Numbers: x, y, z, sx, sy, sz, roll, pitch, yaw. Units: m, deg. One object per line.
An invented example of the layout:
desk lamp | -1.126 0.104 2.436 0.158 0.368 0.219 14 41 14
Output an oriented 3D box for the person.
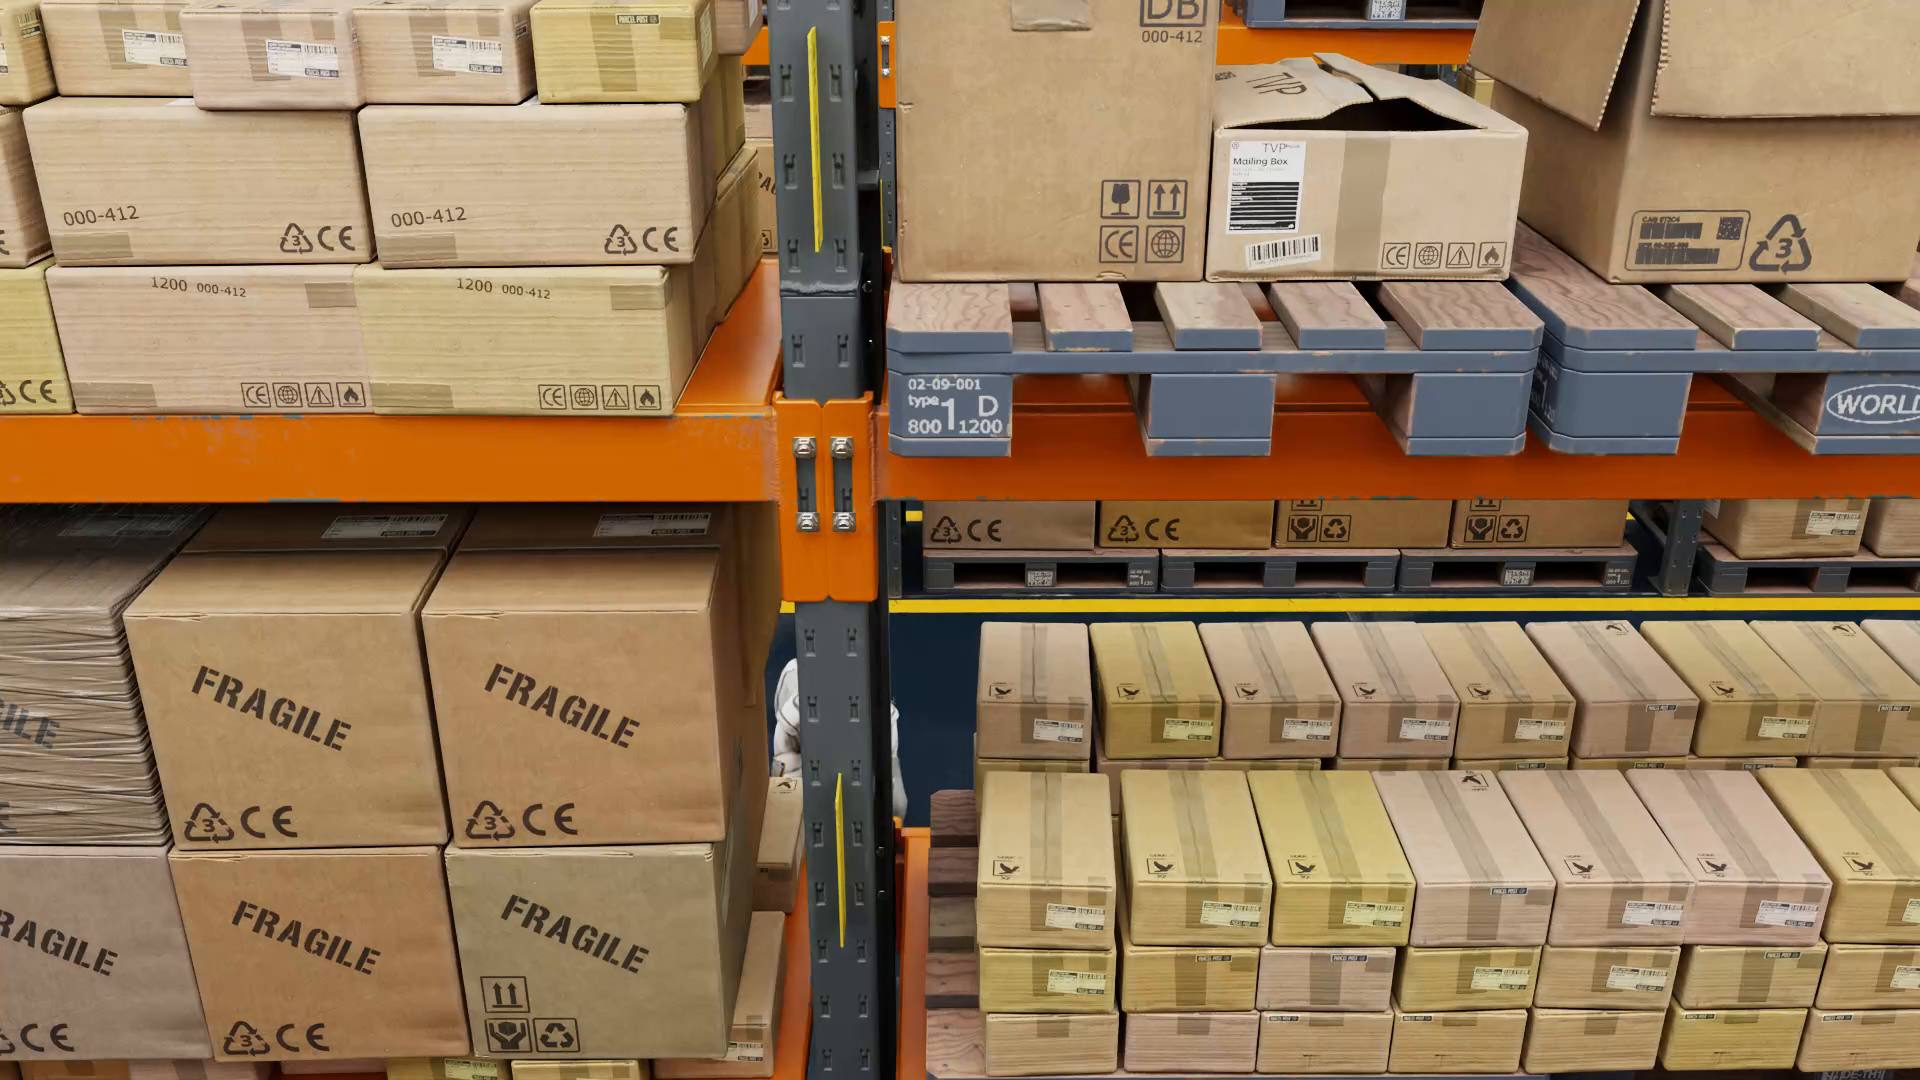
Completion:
person | -0.453 0.869 6.064 0.521 0.940 0.915 -1 24 -2
